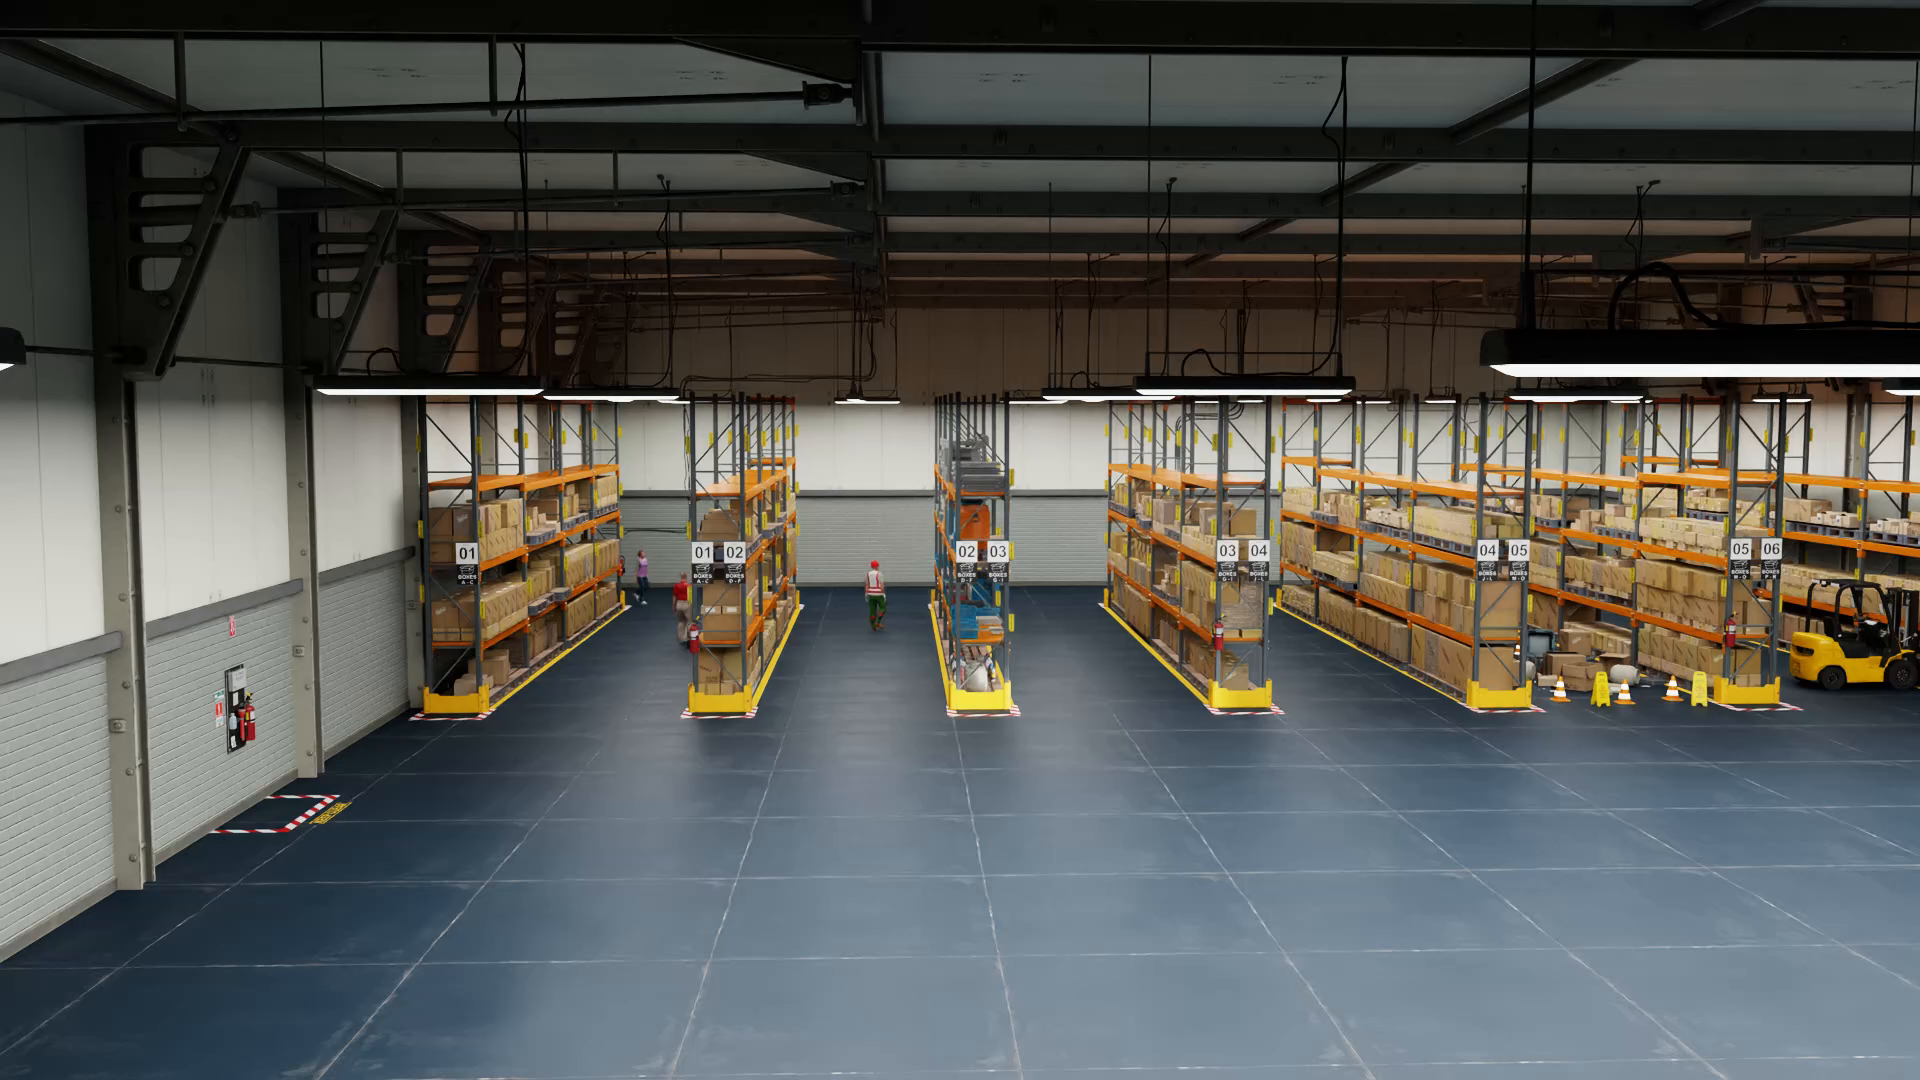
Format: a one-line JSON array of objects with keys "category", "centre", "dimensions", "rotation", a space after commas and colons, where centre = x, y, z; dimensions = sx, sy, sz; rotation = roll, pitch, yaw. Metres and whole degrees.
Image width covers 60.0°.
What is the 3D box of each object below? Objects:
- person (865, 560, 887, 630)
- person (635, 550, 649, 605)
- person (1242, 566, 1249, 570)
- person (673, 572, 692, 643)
[{"category": "person", "centre": [-2.180, 1.424, 42.594], "dimensions": [0.591, 1.792, 0.496], "rotation": [2, 5, 27]}, {"category": "person", "centre": [-9.239, 1.064, 48.104], "dimensions": [0.579, 1.580, 0.413], "rotation": [3, 6, 34]}, {"category": "person", "centre": [7.517, 1.250, 44.822], "dimensions": [0.586, 1.726, 1.005], "rotation": [0, 5, 5]}, {"category": "person", "centre": [-6.681, 1.647, 40.206], "dimensions": [0.576, 1.723, 0.533], "rotation": [2, 5, 22]}]
